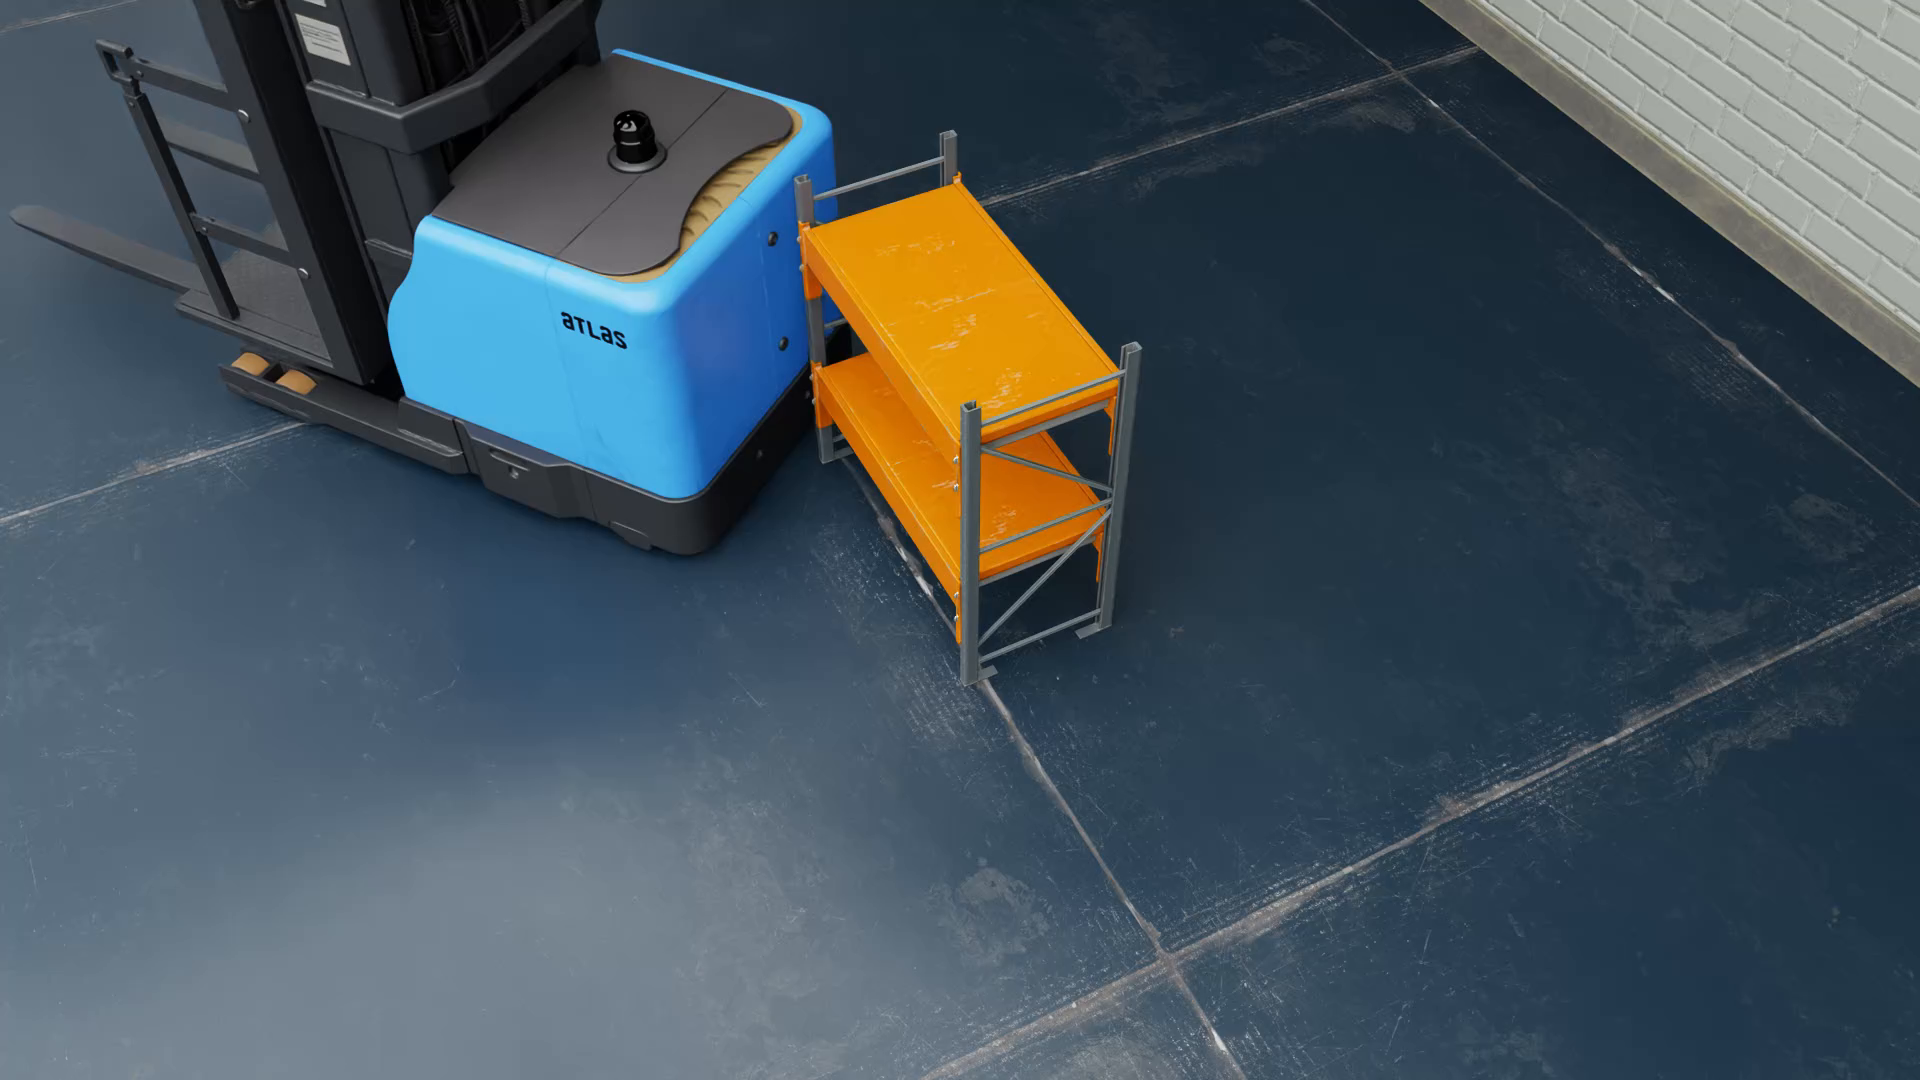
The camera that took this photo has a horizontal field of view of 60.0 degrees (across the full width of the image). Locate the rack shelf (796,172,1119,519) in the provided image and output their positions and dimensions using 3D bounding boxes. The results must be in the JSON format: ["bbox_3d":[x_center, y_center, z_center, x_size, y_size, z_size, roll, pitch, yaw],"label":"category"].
[{"bbox_3d":[-0.003,-0.568,4.610,0.538,0.278,1.000,-21,52,-18],"label":"rack shelf"}]

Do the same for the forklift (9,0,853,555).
[{"bbox_3d":[-1.918,-1.705,4.794,3.031,2.935,1.130,20,52,17],"label":"forklift"}]

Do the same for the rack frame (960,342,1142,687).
[{"bbox_3d":[0.230,-0.035,4.533,0.500,1.125,0.032,-21,52,-18],"label":"rack frame"}]

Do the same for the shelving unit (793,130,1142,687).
[{"bbox_3d":[-0.003,-0.375,4.831,0.538,1.125,1.048,-21,52,-18],"label":"shelving unit"}]

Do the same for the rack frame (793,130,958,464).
[{"bbox_3d":[-0.236,-0.715,5.128,0.500,1.125,0.032,-21,52,-18],"label":"rack frame"}]

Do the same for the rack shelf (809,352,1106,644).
[{"bbox_3d":[-0.003,-0.214,5.015,0.538,0.278,1.000,-21,52,-18],"label":"rack shelf"}]
